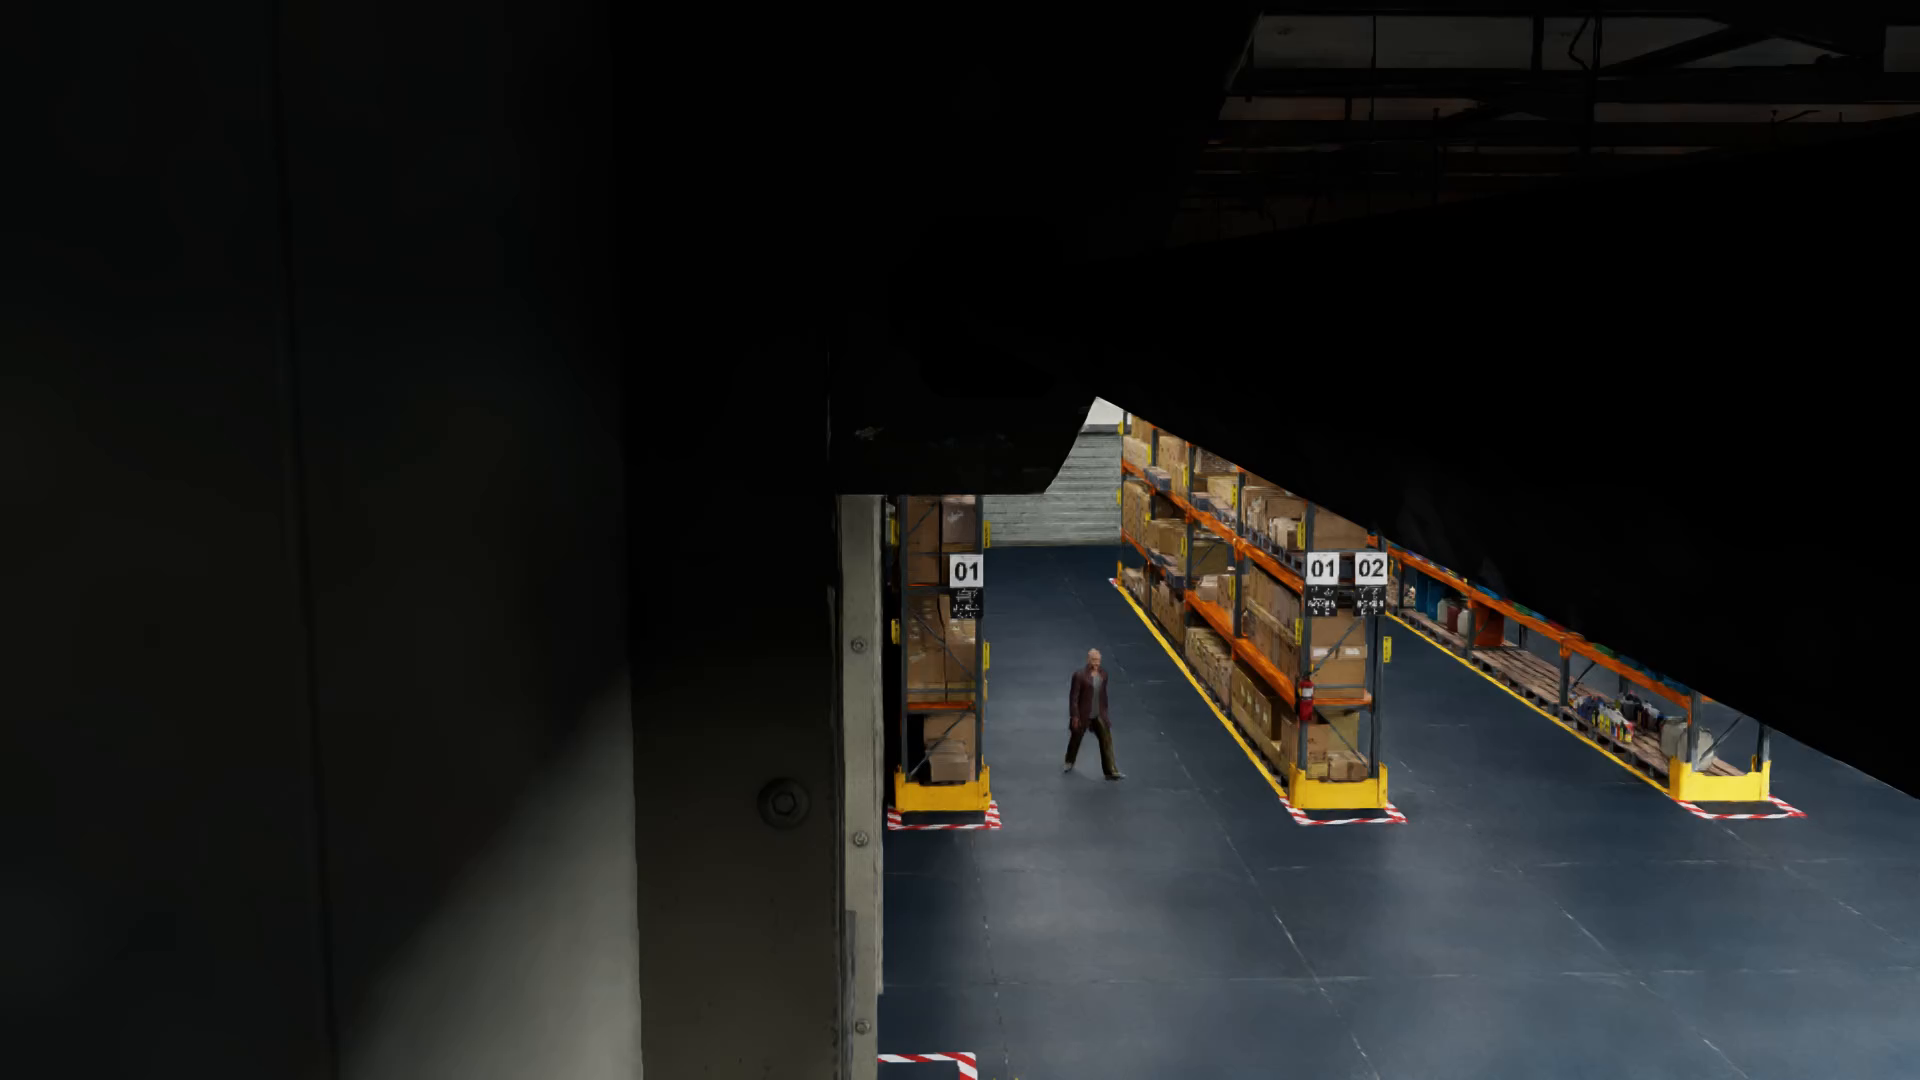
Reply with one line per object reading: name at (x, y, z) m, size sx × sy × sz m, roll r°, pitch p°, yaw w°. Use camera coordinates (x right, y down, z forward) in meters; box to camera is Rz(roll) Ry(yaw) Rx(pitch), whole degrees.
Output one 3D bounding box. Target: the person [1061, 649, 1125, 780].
person at (1.724, 2.273, 21.836) m, size 0.635 × 1.735 × 1.030 m, roll -4°, pitch 9°, yaw -24°
